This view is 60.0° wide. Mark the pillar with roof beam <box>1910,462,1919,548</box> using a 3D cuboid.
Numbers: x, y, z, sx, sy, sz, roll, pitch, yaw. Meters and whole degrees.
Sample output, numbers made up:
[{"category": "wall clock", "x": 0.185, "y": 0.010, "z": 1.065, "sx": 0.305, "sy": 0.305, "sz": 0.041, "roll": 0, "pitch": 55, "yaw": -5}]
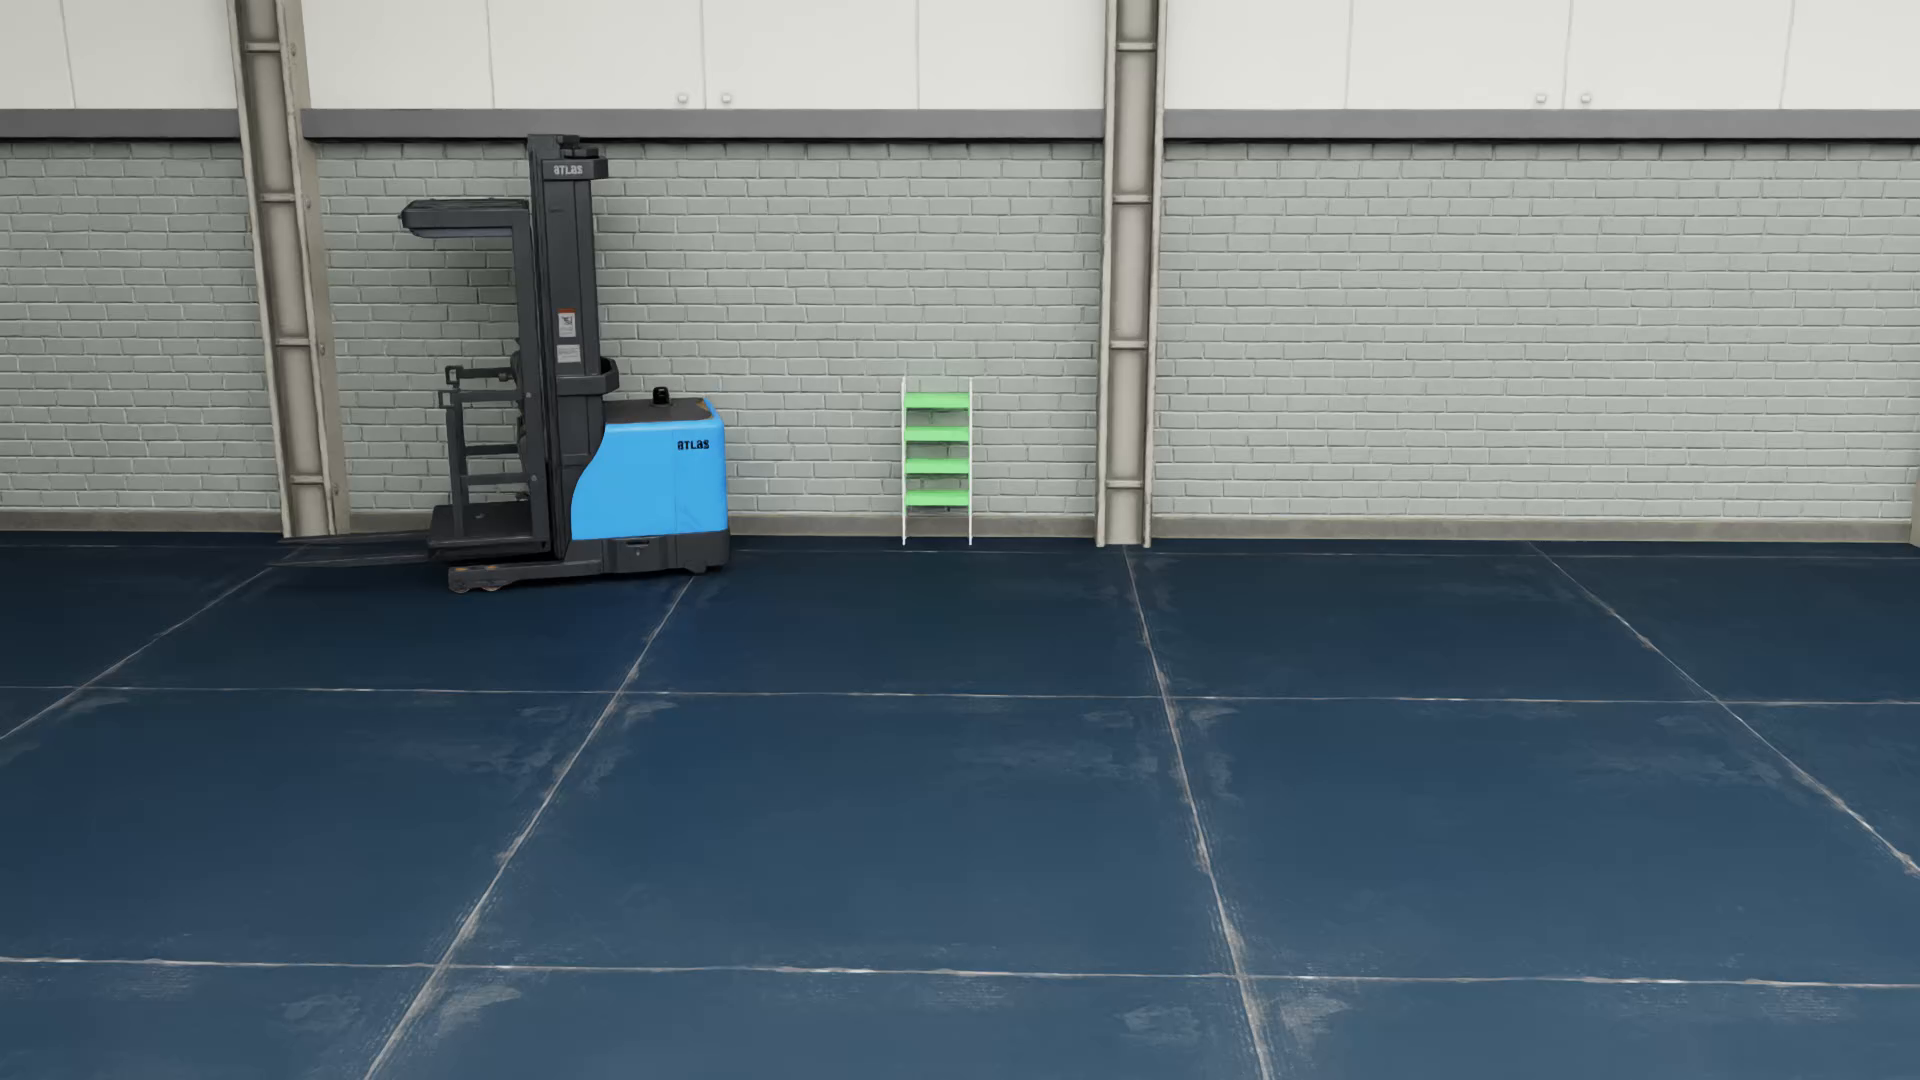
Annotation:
[{"category": "pillar with roof beam", "x": 7.087, "y": -3.201, "z": 6.833, "sx": 0.400, "sy": 9.000, "sz": 9.100, "roll": 0, "pitch": 15, "yaw": 1}]

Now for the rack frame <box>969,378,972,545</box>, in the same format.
[{"category": "rack frame", "x": 0.079, "y": -0.574, "z": 12.150, "sx": 0.015, "sy": 1.200, "sz": 0.240, "roll": 0, "pitch": 13, "yaw": 1}]

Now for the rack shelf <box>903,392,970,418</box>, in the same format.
[{"category": "rack shelf", "x": -0.165, "y": -0.979, "z": 12.057, "sx": 0.480, "sy": 0.148, "sz": 0.258, "roll": 0, "pitch": 13, "yaw": 1}]

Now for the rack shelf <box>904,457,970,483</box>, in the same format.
[{"category": "rack shelf", "x": -0.165, "y": -0.512, "z": 12.168, "sx": 0.480, "sy": 0.148, "sz": 0.258, "roll": 0, "pitch": 13, "yaw": 1}]

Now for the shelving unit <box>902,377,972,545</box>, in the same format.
[{"category": "shelving unit", "x": -0.165, "y": -0.575, "z": 12.154, "sx": 0.503, "sy": 1.200, "sz": 0.258, "roll": 0, "pitch": 13, "yaw": 1}]

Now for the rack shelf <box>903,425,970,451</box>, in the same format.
[{"category": "rack shelf", "x": -0.165, "y": -0.746, "z": 12.113, "sx": 0.480, "sy": 0.148, "sz": 0.258, "roll": 0, "pitch": 13, "yaw": 1}]

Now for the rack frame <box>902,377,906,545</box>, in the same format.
[{"category": "rack frame", "x": -0.409, "y": -0.576, "z": 12.158, "sx": 0.015, "sy": 1.200, "sz": 0.240, "roll": 0, "pitch": 13, "yaw": 1}]

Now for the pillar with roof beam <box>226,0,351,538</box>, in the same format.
[{"category": "pillar with roof beam", "x": -4.909, "y": -3.279, "z": 7.129, "sx": 0.400, "sy": 9.000, "sz": 9.100, "roll": 0, "pitch": 15, "yaw": 1}]

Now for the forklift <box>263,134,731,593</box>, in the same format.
[{"category": "forklift", "x": -3.157, "y": -1.214, "z": 11.197, "sx": 3.031, "sy": 2.935, "sz": 1.130, "roll": -4, "pitch": 15, "yaw": -14}]

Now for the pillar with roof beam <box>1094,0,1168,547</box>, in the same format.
[{"category": "pillar with roof beam", "x": 1.089, "y": -3.240, "z": 6.981, "sx": 0.400, "sy": 9.000, "sz": 9.100, "roll": 0, "pitch": 15, "yaw": 1}]

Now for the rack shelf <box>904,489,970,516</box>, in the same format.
[{"category": "rack shelf", "x": -0.166, "y": -0.279, "z": 12.224, "sx": 0.480, "sy": 0.148, "sz": 0.258, "roll": 0, "pitch": 13, "yaw": 1}]
